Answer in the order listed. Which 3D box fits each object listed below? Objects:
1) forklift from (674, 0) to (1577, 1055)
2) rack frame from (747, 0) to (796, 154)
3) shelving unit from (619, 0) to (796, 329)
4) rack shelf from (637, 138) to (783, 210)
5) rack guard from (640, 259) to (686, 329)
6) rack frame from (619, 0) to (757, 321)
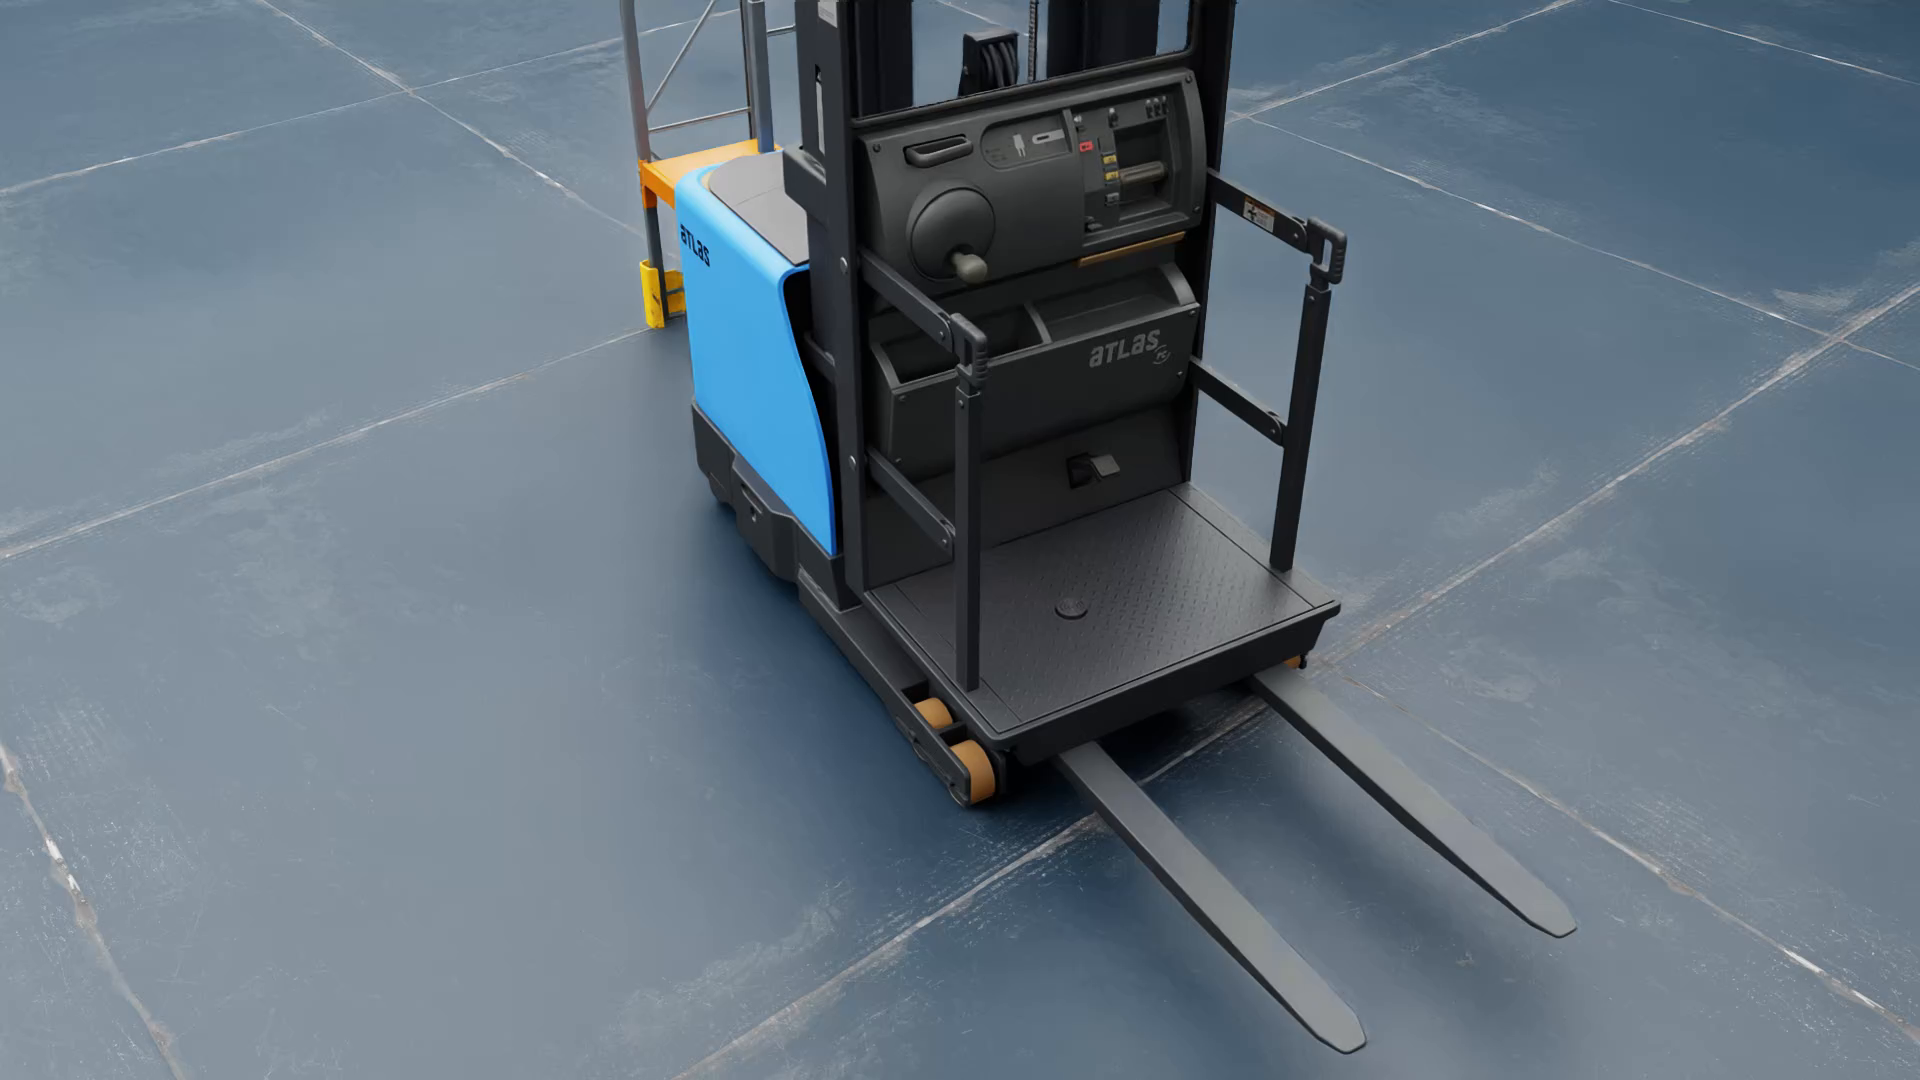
[{"bbox_3d":[0.311,-0.820,3.871,1.130,2.935,3.031,-19,39,-24],"label":"forklift"},{"bbox_3d":[-0.411,-1.049,5.433,0.500,1.500,0.032,-21,40,-26],"label":"rack frame"},{"bbox_3d":[-0.682,-1.291,5.775,0.587,1.500,1.083,-21,40,-26],"label":"shelving unit"},{"bbox_3d":[-0.687,-1.149,5.886,0.538,0.185,1.000,-21,40,-26],"label":"rack shelf"},{"bbox_3d":[-0.952,-1.023,6.478,0.587,0.250,0.087,-21,40,-26],"label":"rack guard"},{"bbox_3d":[-0.963,-1.542,6.130,0.500,1.500,0.032,-21,40,-26],"label":"rack frame"}]
